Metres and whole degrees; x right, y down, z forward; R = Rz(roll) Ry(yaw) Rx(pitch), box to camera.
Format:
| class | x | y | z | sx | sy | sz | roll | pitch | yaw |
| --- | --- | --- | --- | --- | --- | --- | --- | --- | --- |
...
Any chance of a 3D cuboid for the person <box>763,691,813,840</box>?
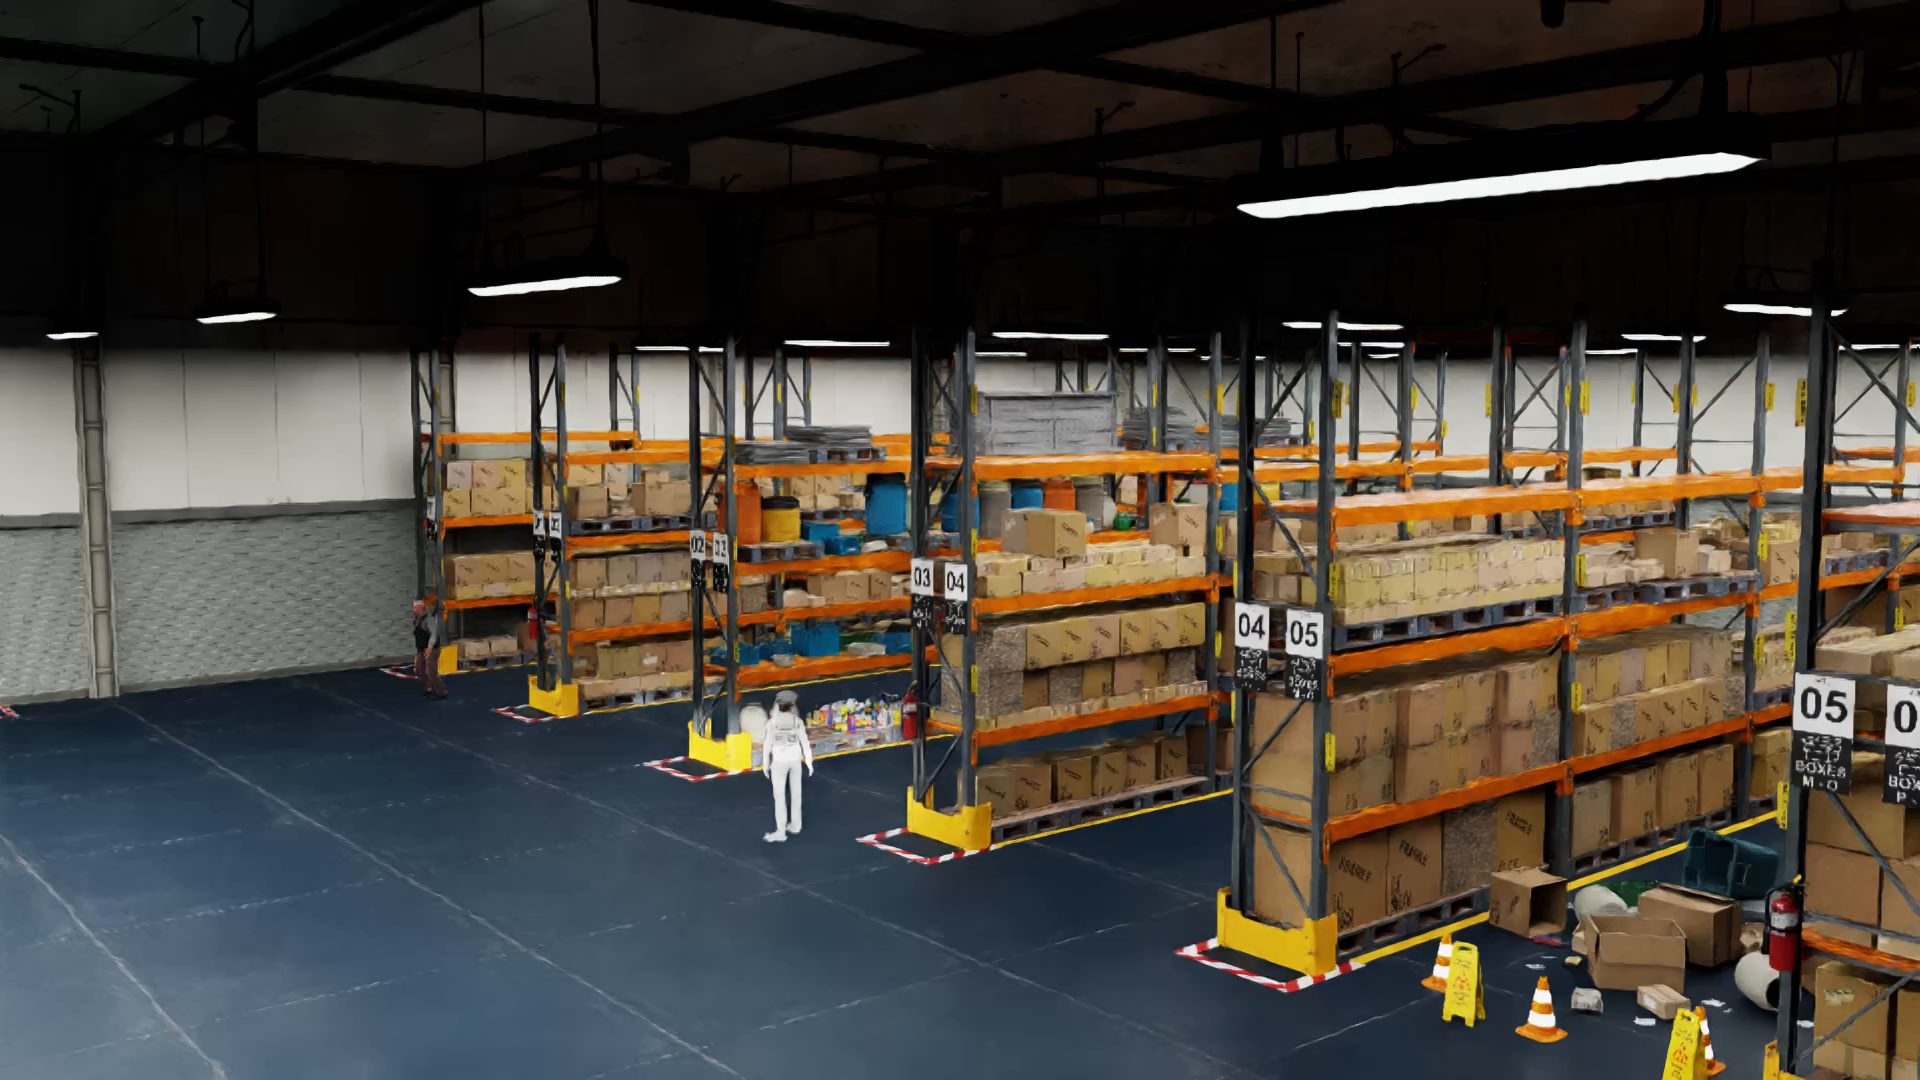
| class | x | y | z | sx | sy | sz | roll | pitch | yaw |
| --- | --- | --- | --- | --- | --- | --- | --- | --- | --- |
| person | -1.981 | 2.561 | 19.052 | 0.592 | 1.660 | 0.550 | -2 | 6 | -19 |

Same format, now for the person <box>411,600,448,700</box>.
| class | x | y | z | sx | sy | sz | roll | pitch | yaw |
| --- | --- | --- | --- | --- | --- | --- | --- | --- | --- |
| person | -8.768 | 1.803 | 27.421 | 0.534 | 1.674 | 0.677 | -4 | 7 | -40 |
